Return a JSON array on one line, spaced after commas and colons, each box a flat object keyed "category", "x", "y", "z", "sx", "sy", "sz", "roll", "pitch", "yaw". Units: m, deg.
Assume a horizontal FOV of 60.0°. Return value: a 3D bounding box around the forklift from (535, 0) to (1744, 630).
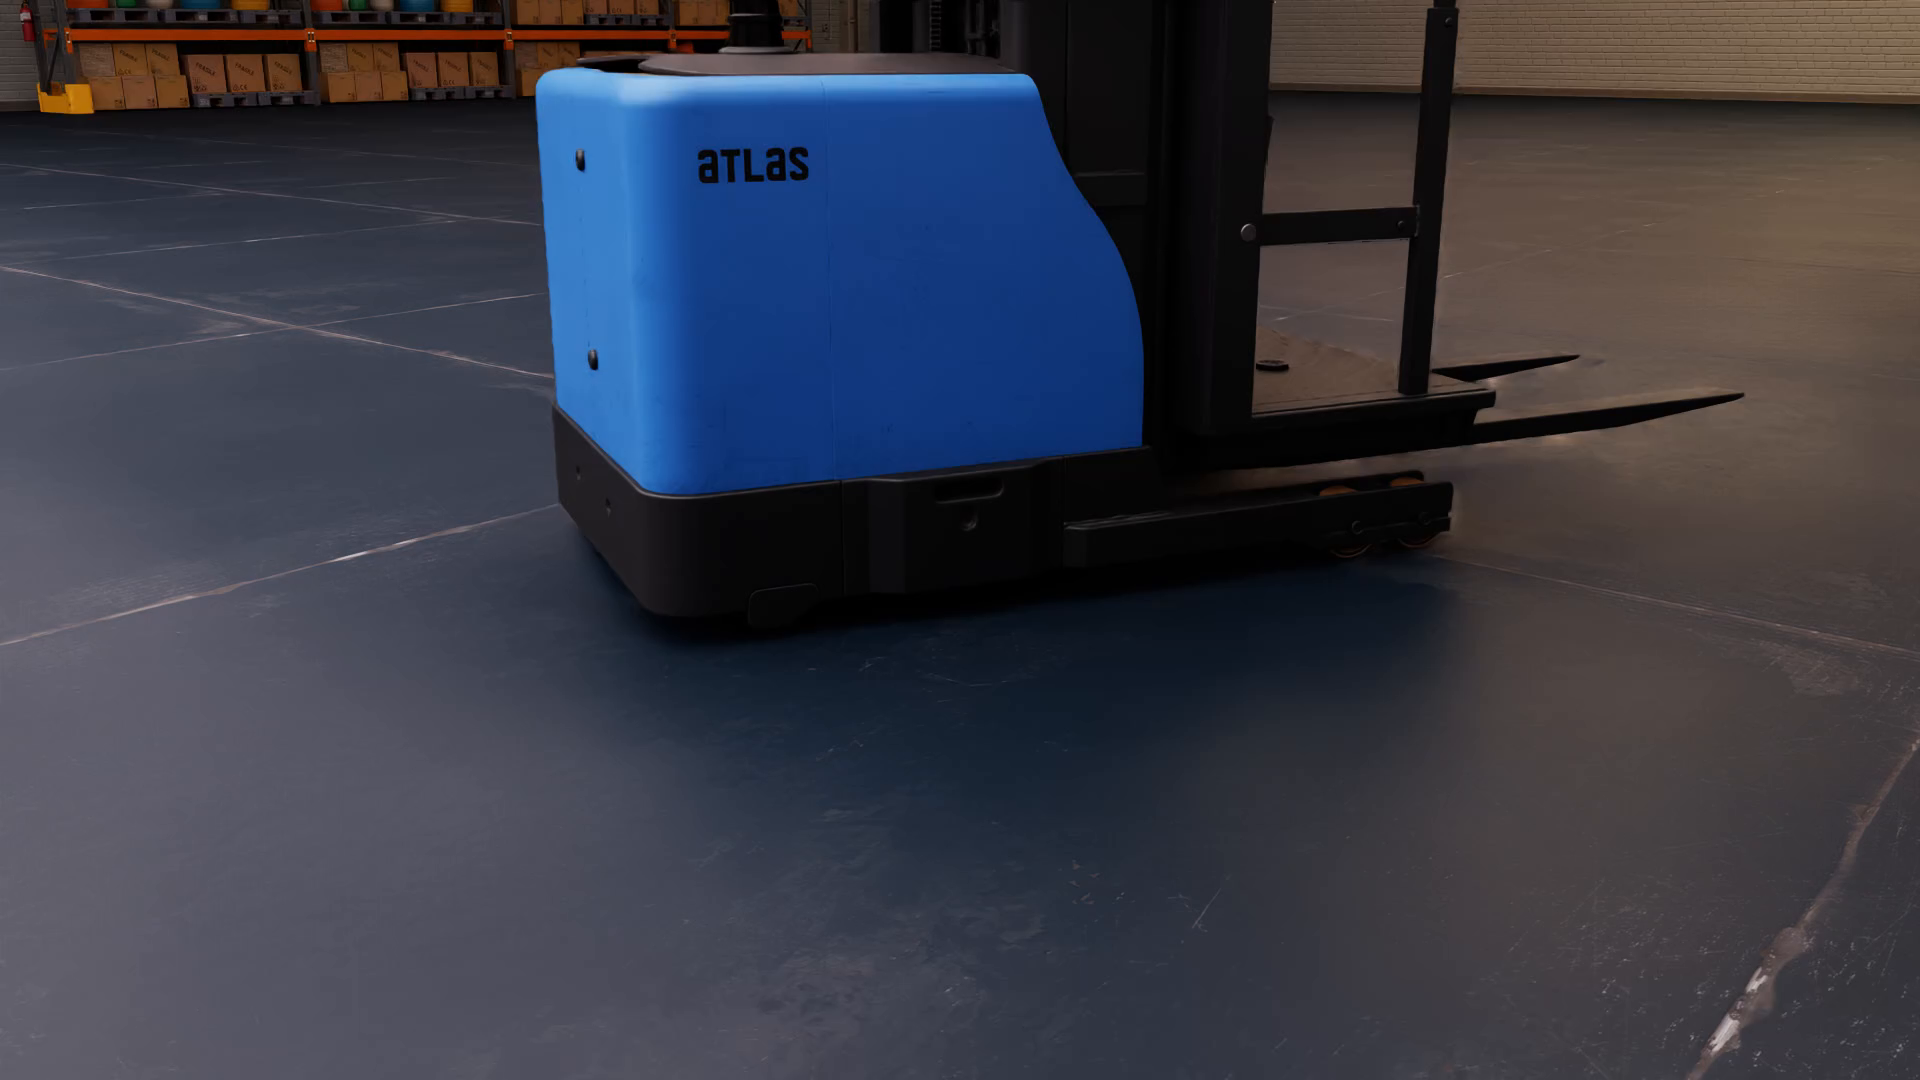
[{"category": "forklift", "x": 0.592, "y": -1.492, "z": 3.810, "sx": 3.031, "sy": 2.935, "sz": 1.130, "roll": -7, "pitch": 18, "yaw": -23}]
